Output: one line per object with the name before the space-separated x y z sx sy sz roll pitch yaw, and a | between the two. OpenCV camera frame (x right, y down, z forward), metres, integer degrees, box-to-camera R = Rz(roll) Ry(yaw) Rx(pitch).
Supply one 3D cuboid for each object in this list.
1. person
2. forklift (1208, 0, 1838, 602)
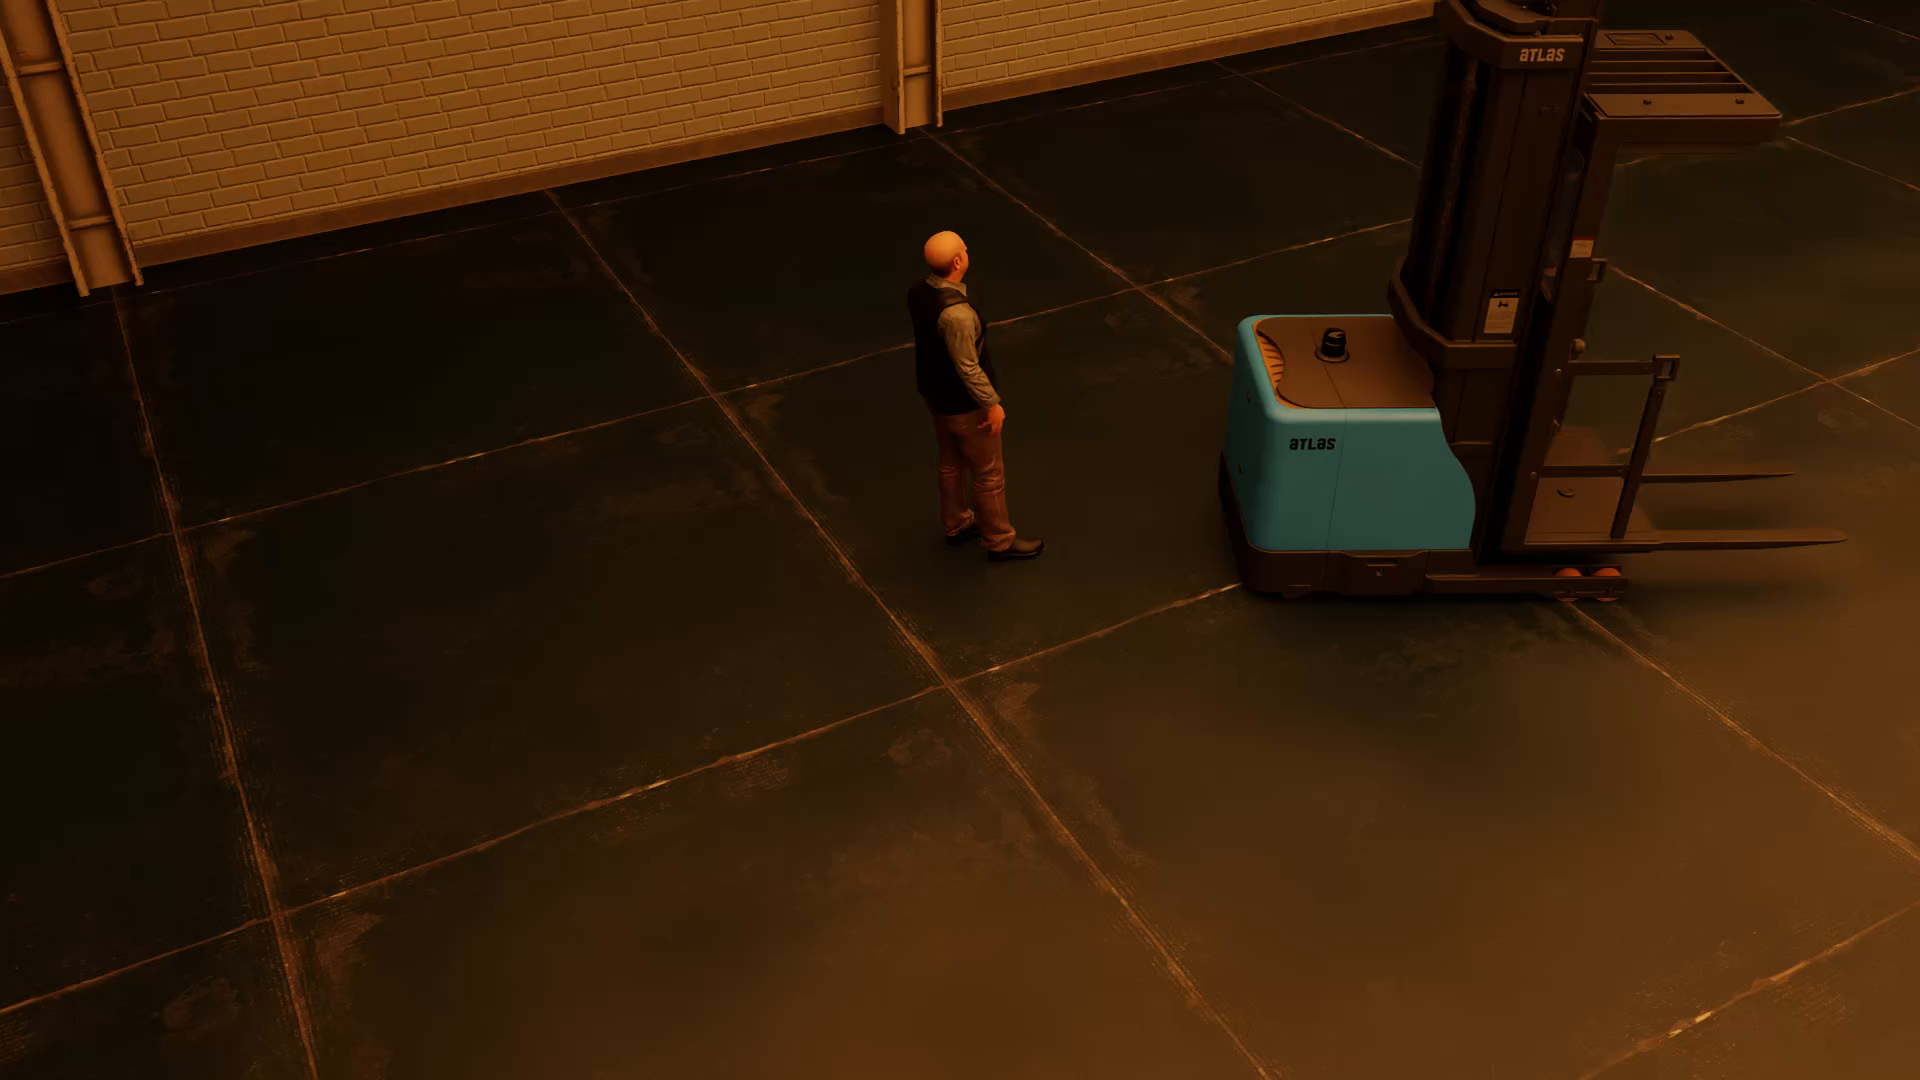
person | 0.108 -0.708 8.165 0.647 1.720 0.623 0 35 0
forklift | 2.858 -1.197 7.817 3.031 2.935 1.130 -1 35 -1
